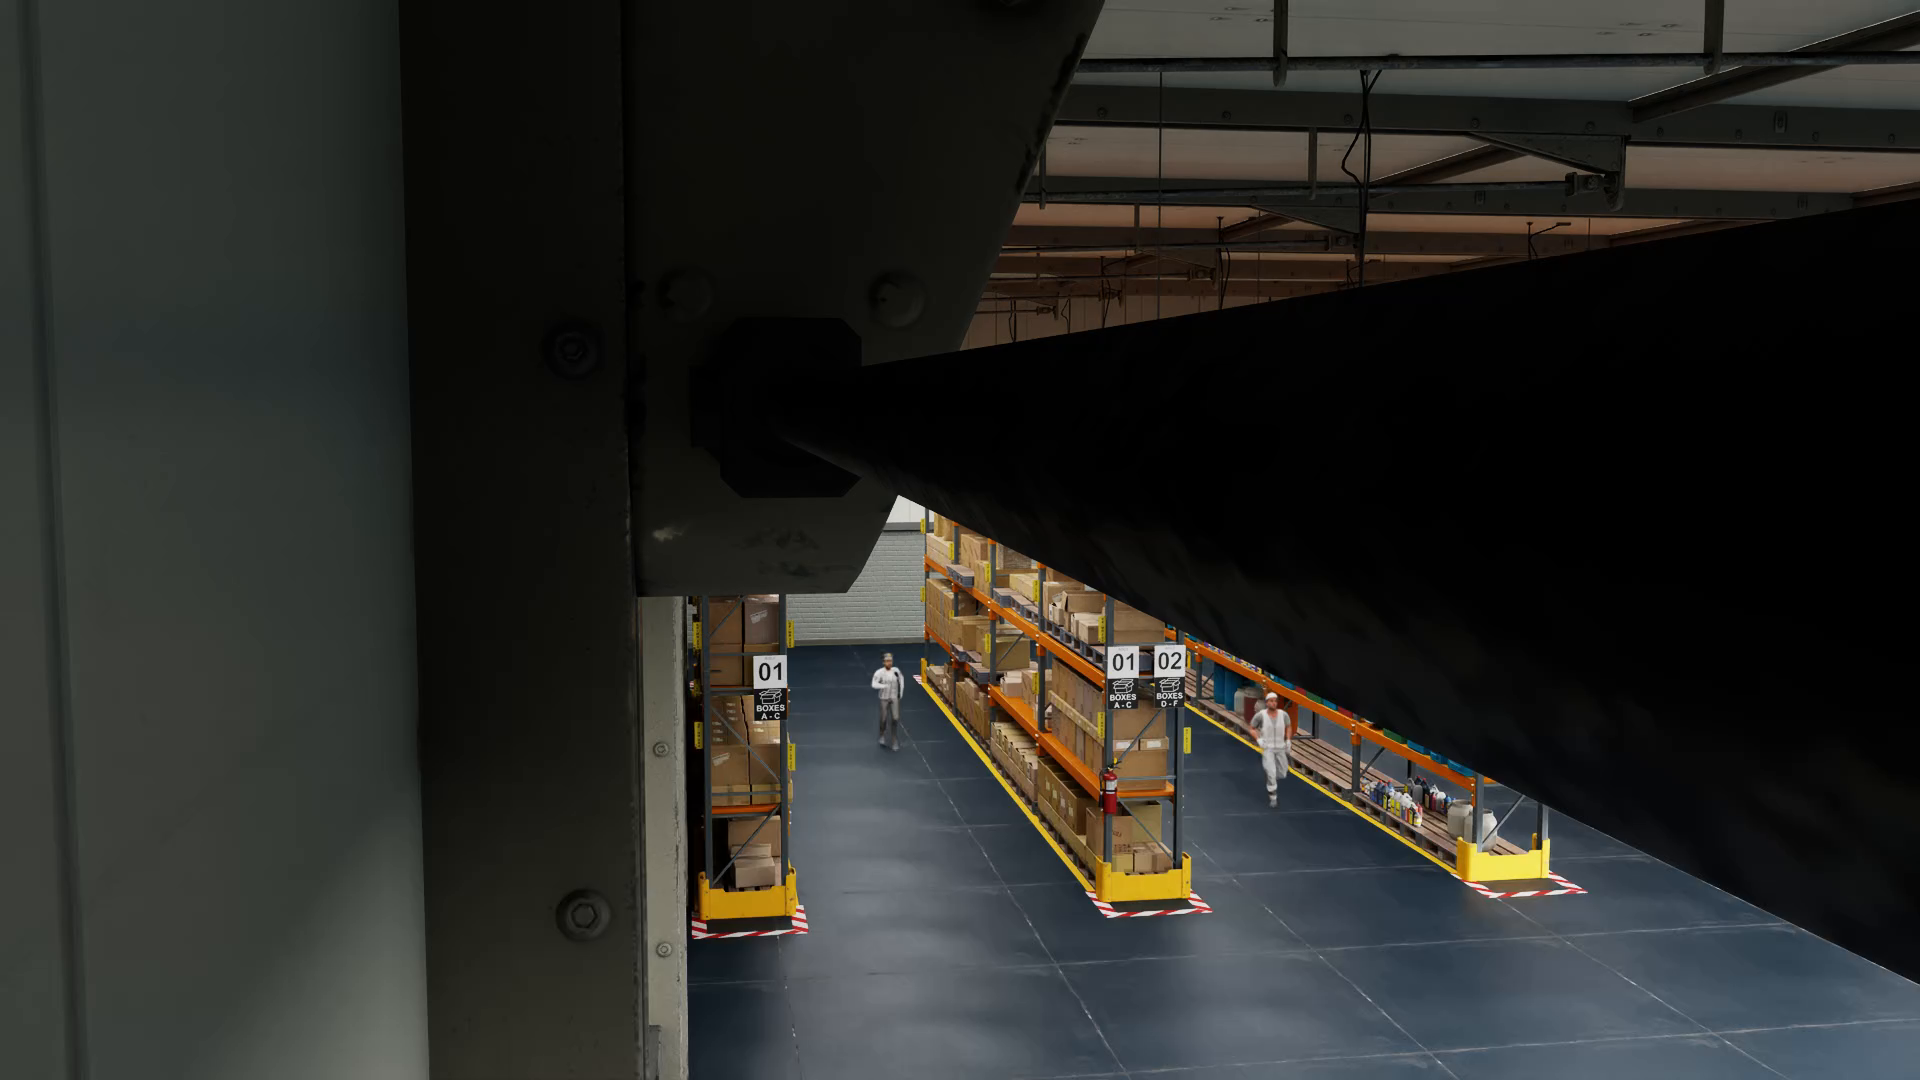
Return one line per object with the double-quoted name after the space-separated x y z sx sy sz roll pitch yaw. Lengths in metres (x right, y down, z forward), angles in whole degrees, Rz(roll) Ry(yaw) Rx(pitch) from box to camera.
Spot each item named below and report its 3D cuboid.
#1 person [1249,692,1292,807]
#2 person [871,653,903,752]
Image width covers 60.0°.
4.806 3.214 25.720 0.687 1.734 0.666 -1 5 -9 "person"
-1.287 2.874 29.690 0.627 1.758 0.767 -1 5 -13 "person"
